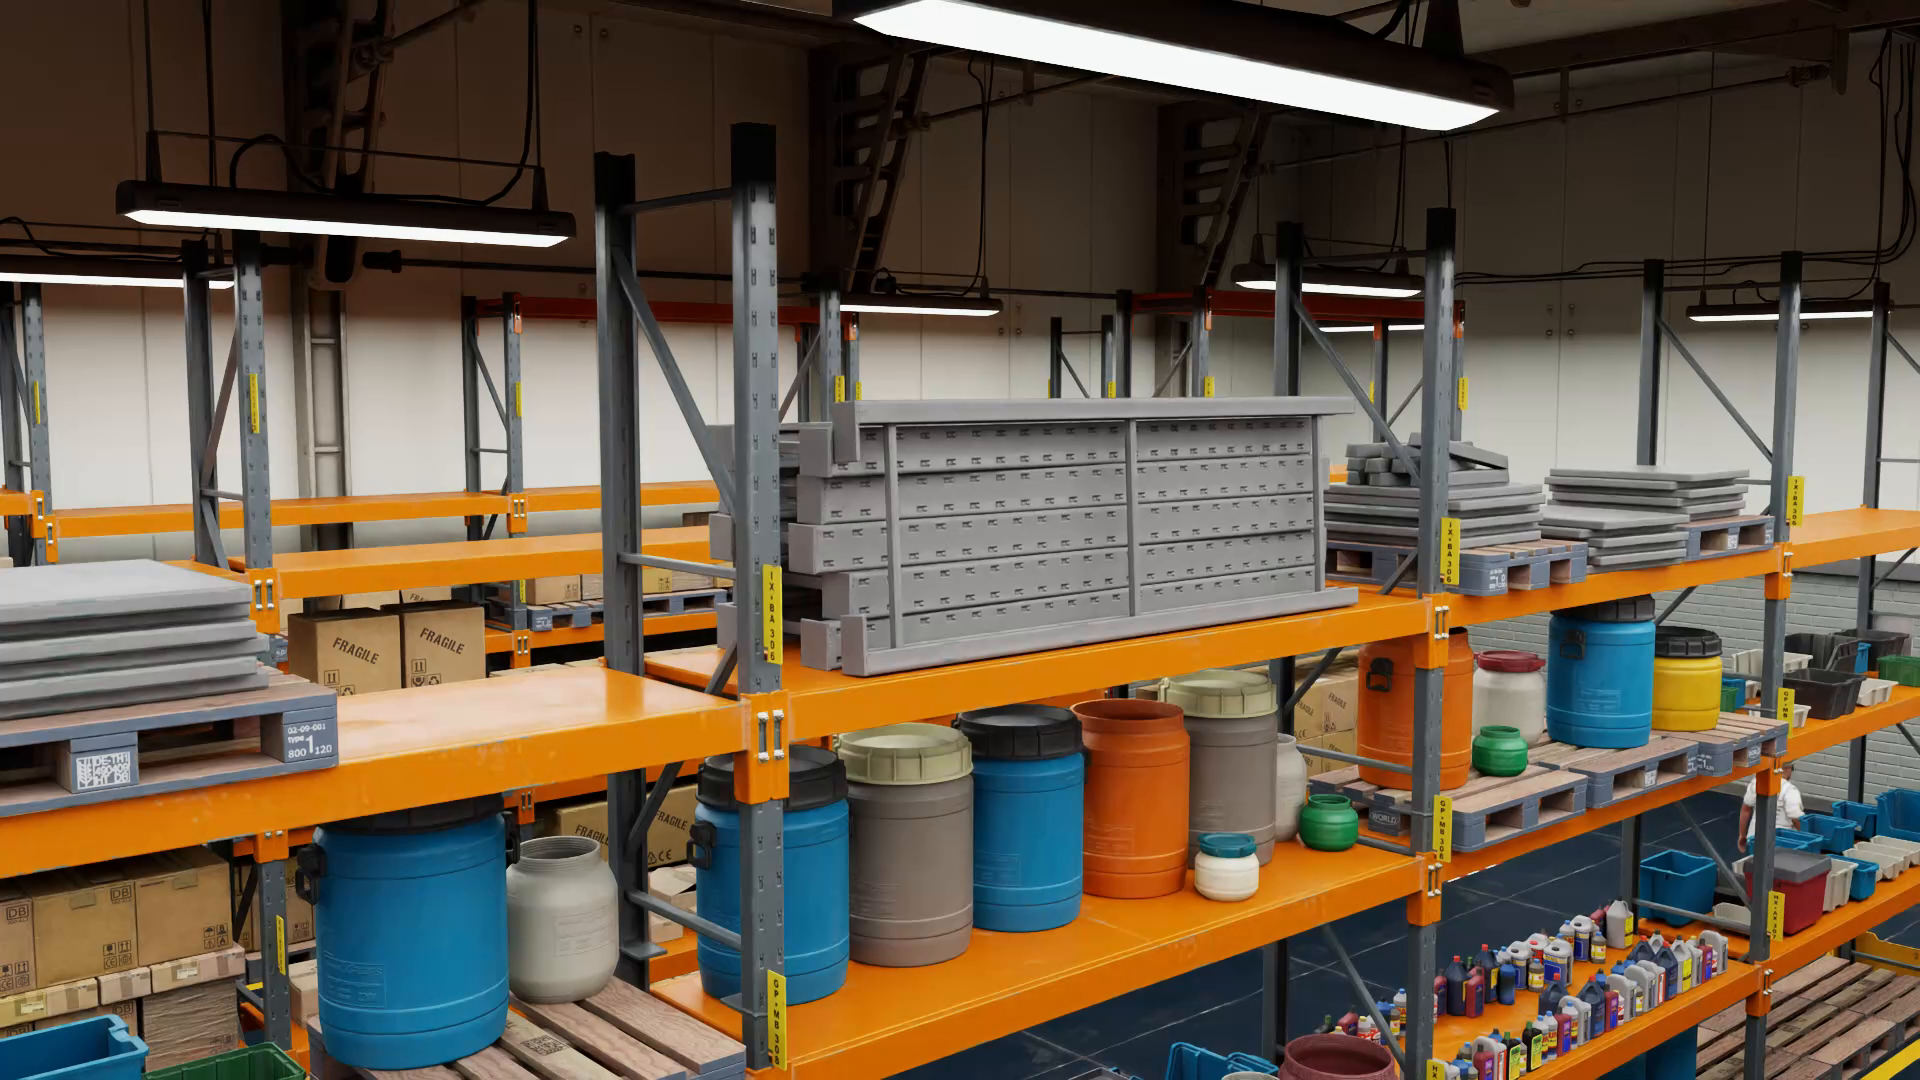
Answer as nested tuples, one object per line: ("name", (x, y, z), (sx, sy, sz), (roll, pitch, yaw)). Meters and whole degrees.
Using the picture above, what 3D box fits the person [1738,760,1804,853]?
("person", (7.631, 2.831, 15.563), (0.719, 1.729, 0.633), (-2, 6, -20))
